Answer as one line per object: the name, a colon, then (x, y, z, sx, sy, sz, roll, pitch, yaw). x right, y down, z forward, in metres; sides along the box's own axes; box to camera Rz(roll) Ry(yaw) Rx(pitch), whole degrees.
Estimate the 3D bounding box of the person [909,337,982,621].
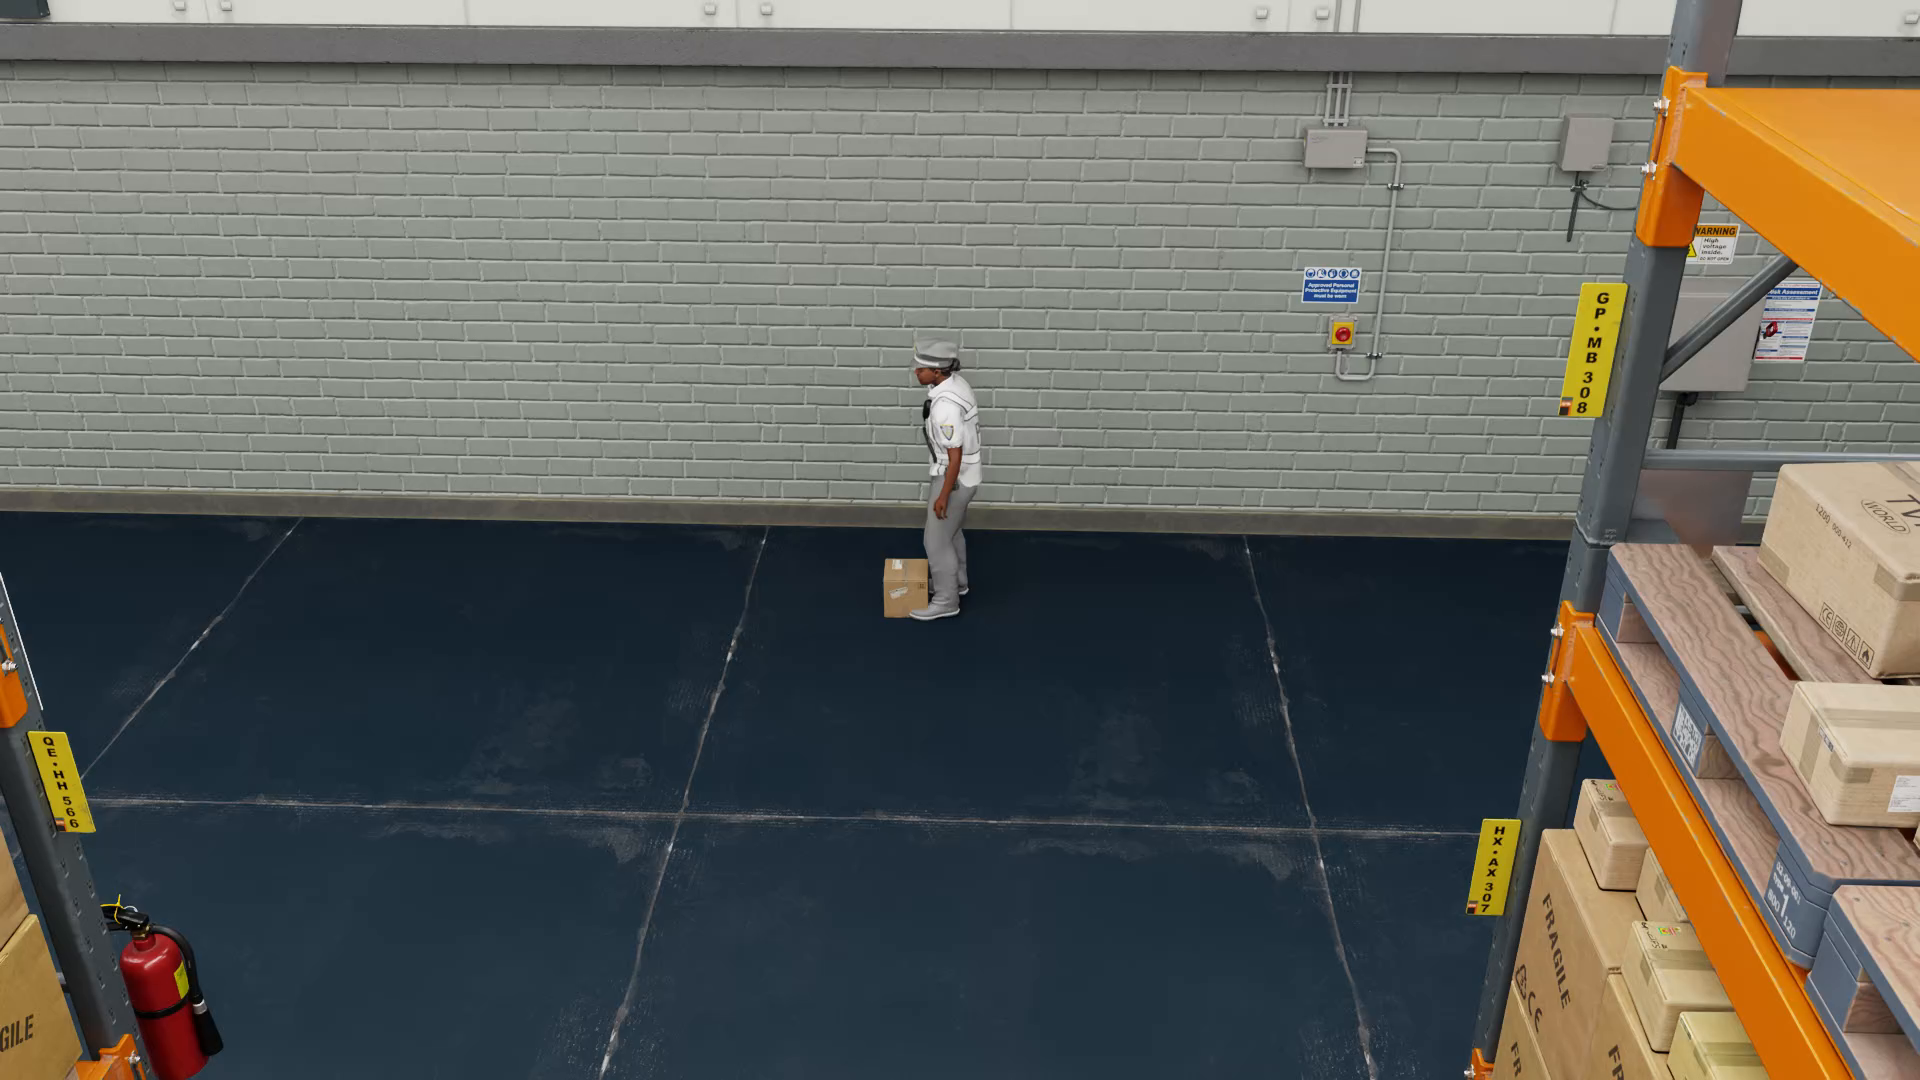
person: (-0.088, -0.344, 9.260, 0.421, 1.664, 0.532, 0, 28, -1)
